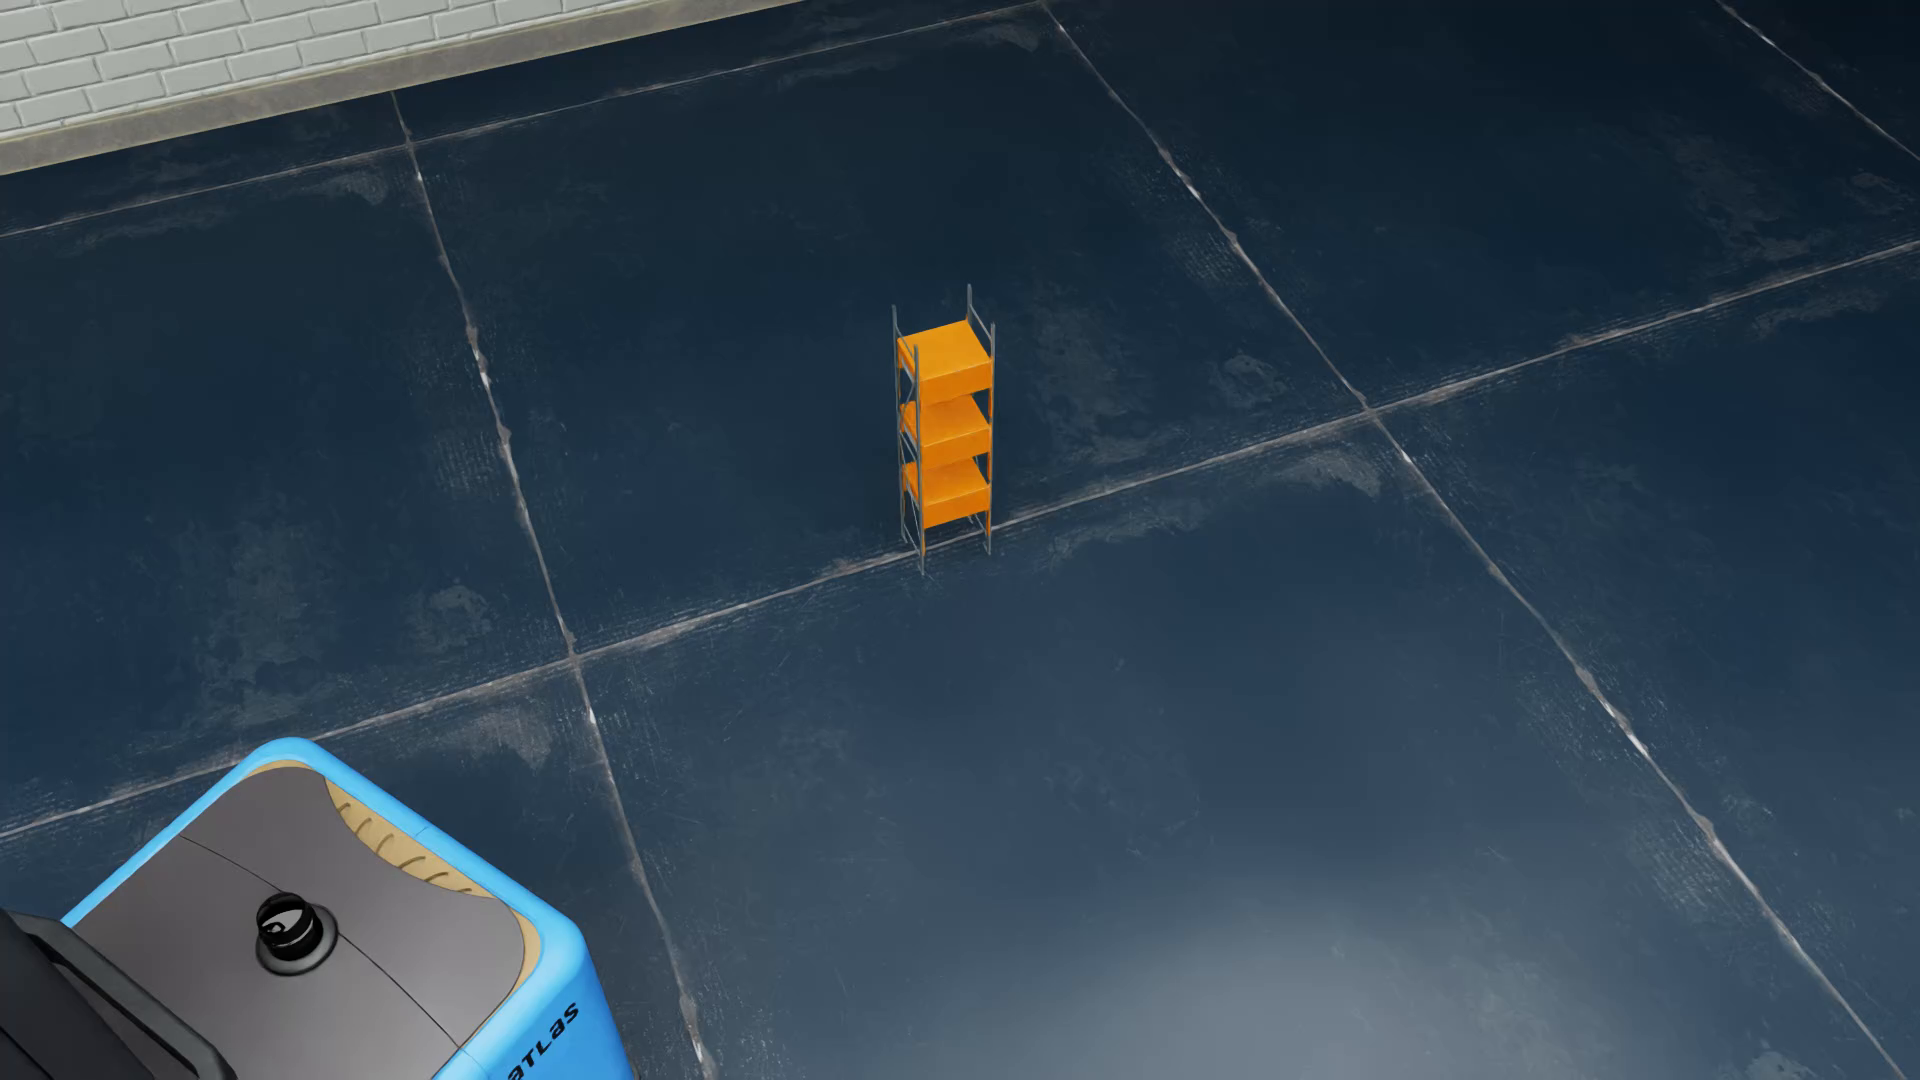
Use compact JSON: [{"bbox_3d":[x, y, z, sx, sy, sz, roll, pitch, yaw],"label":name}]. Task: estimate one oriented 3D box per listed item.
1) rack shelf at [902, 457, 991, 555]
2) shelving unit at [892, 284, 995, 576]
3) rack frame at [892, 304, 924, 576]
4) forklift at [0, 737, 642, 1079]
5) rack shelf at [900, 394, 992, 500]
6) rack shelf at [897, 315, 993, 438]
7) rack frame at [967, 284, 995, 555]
[{"bbox_3d":[-0.050,-0.139,5.557,0.240,0.259,0.215,-17,52,-14],"label":"rack shelf"},{"bbox_3d":[-0.050,-0.327,5.339,0.252,1.050,0.215,-17,52,-14],"label":"shelving unit"},{"bbox_3d":[-0.162,-0.292,5.308,0.008,1.050,0.200,-17,52,-14],"label":"rack frame"},{"bbox_3d":[-2.047,1.320,2.685,1.130,2.935,3.031,27,55,22],"label":"forklift"},{"bbox_3d":[-0.050,-0.320,5.347,0.240,0.259,0.215,-17,52,-14],"label":"rack shelf"},{"bbox_3d":[-0.050,-0.505,5.131,0.240,0.259,0.215,-17,52,-14],"label":"rack shelf"},{"bbox_3d":[0.063,-0.362,5.369,0.008,1.050,0.200,-17,52,-14],"label":"rack frame"}]
